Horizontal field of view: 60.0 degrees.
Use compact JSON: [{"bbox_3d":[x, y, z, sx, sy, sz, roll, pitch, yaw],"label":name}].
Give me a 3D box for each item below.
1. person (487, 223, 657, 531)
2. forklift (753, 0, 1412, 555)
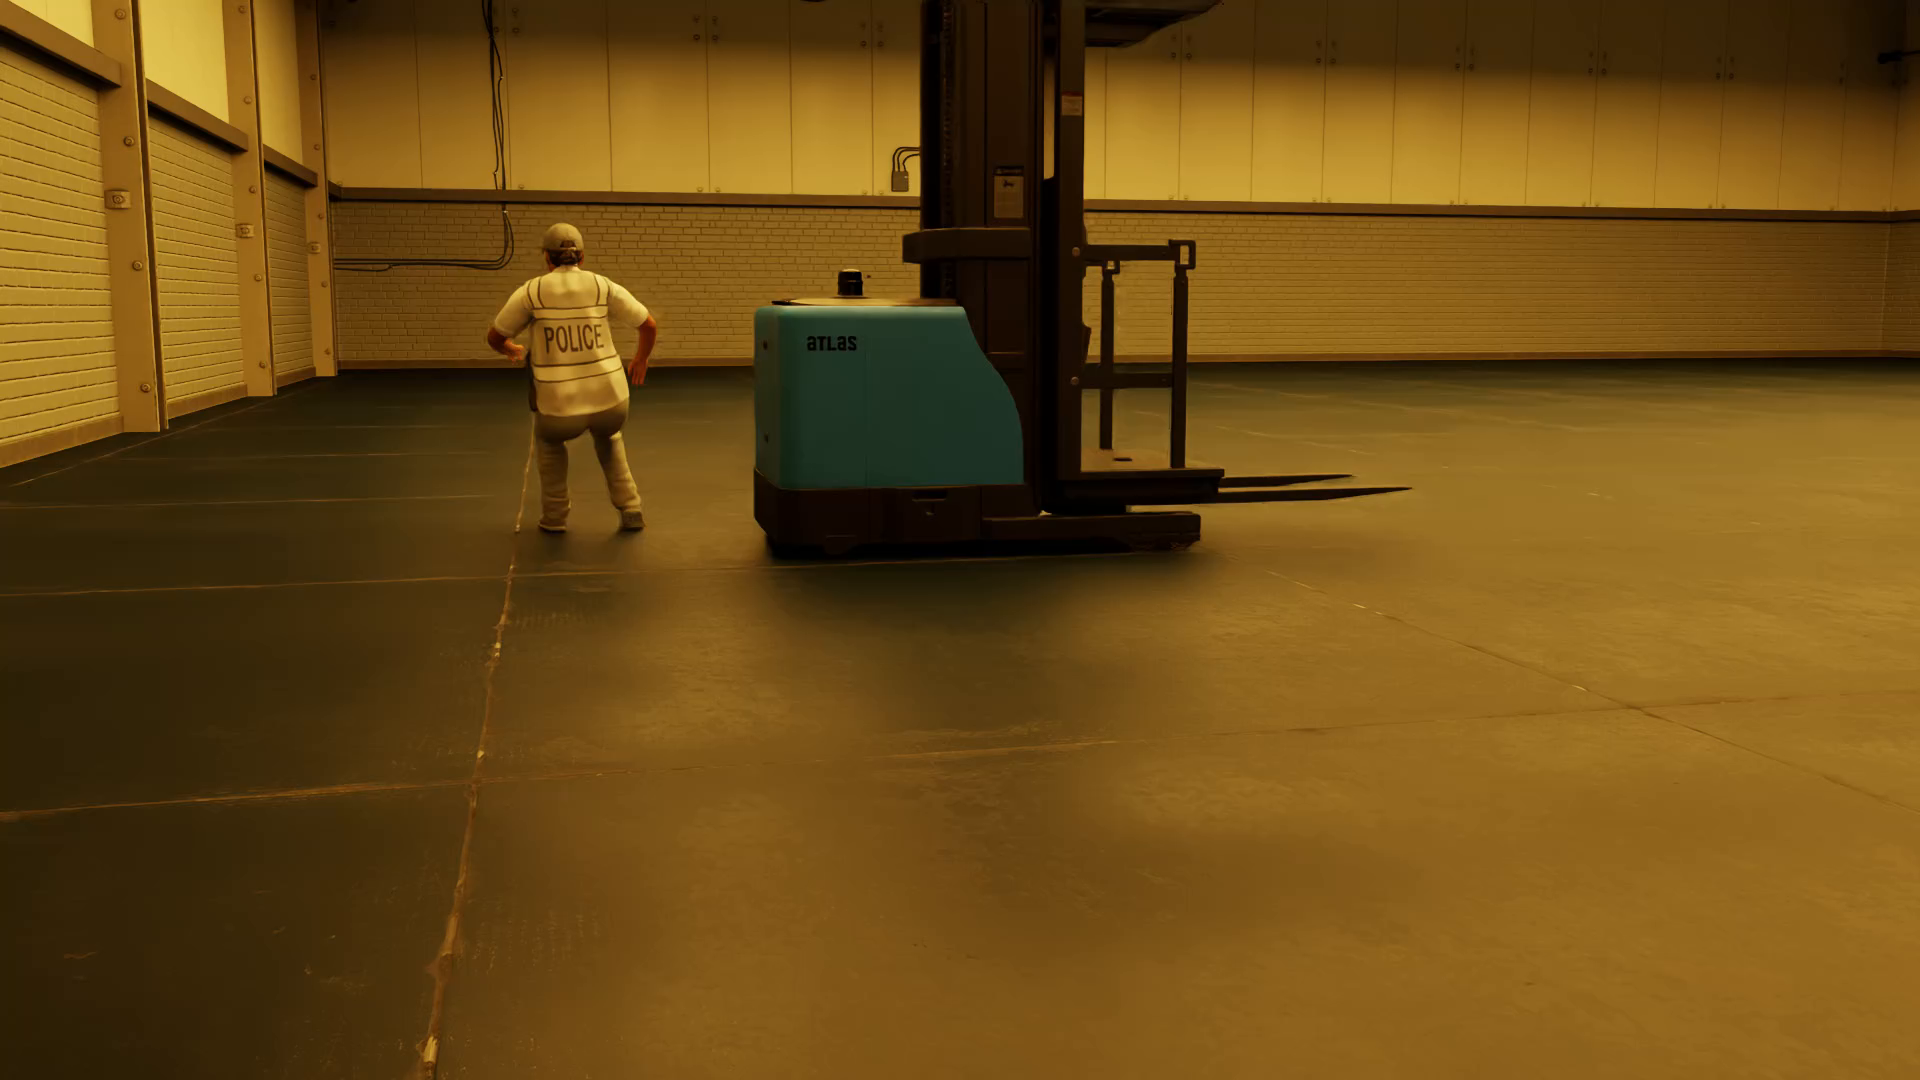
[{"bbox_3d":[-1.827,-0.716,7.781,0.767,1.489,0.765,-4,9,-26],"label":"person"},{"bbox_3d":[0.592,-1.473,7.656,3.031,2.935,1.130,-2,8,-14],"label":"forklift"}]
